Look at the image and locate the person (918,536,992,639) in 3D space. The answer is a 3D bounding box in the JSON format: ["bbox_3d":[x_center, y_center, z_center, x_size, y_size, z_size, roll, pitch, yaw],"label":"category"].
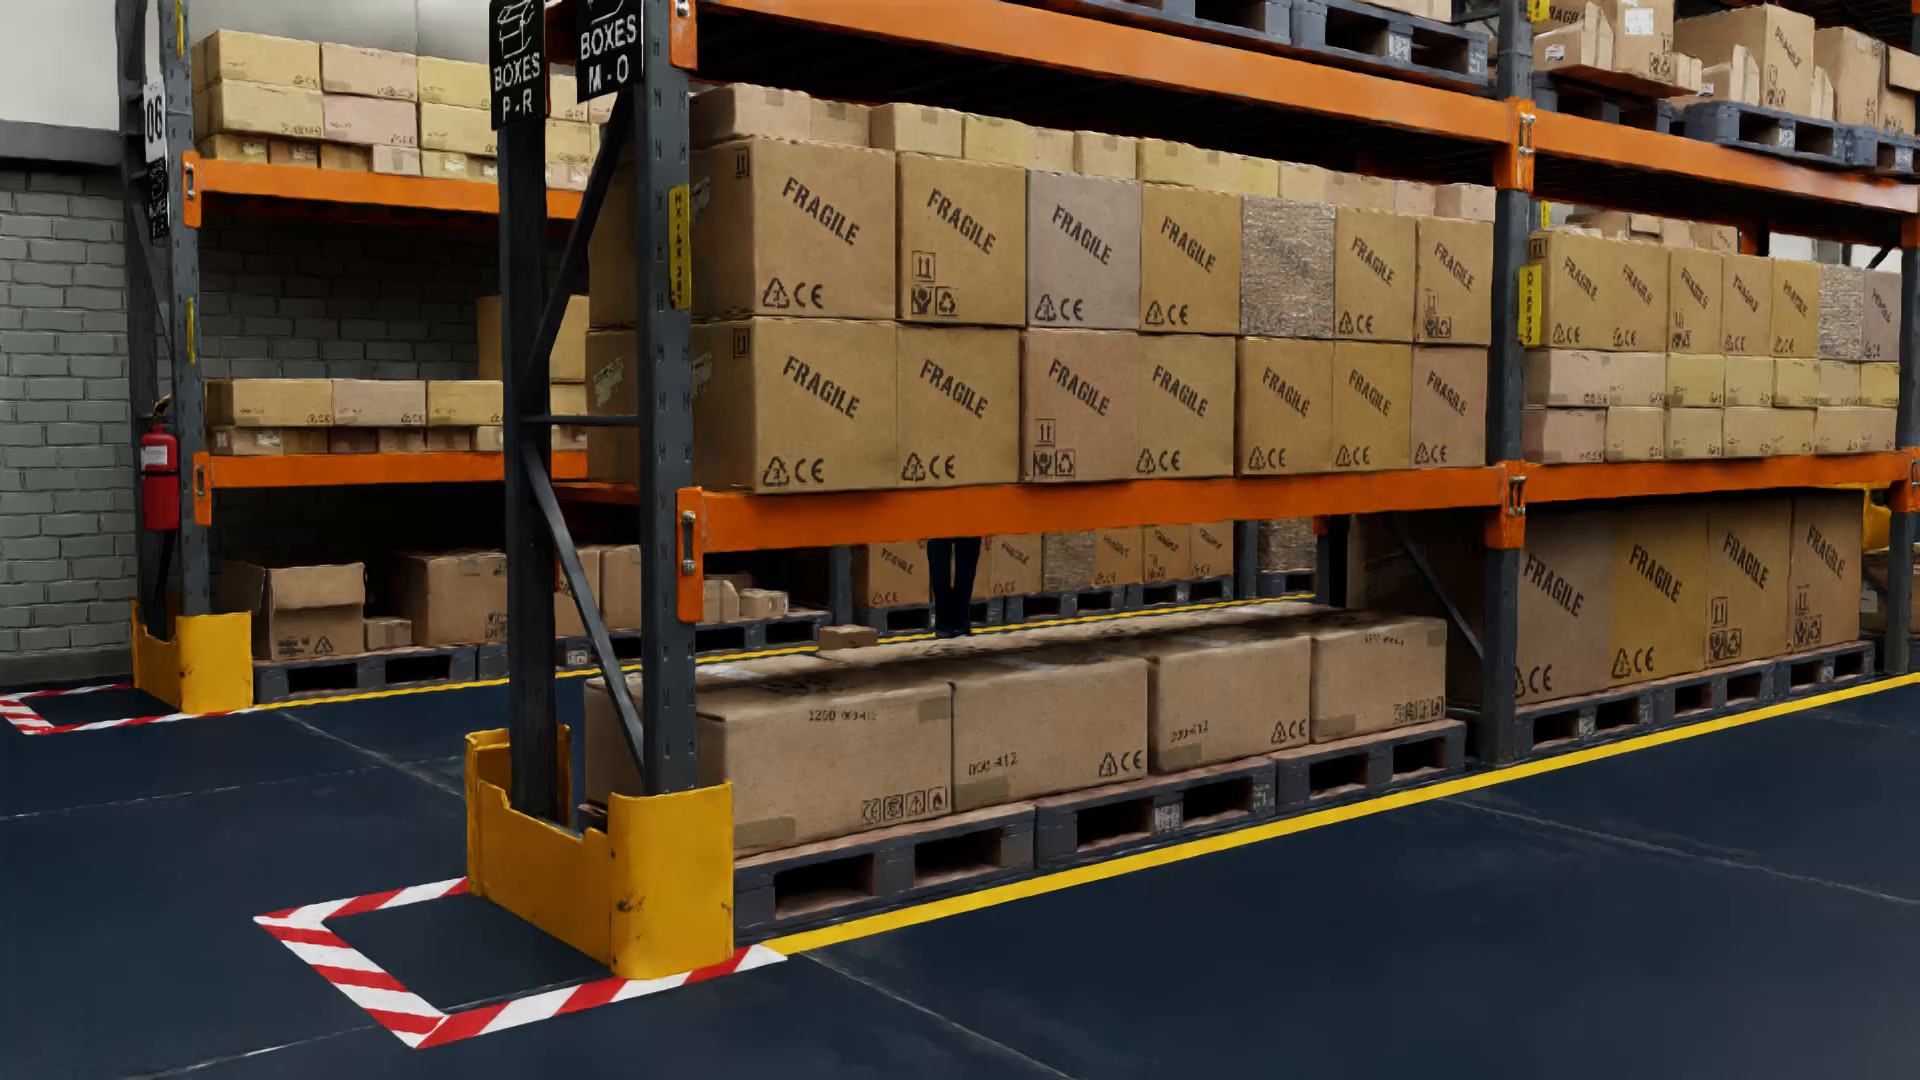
[{"bbox_3d":[-0.028,-0.070,10.147,0.465,1.599,0.326,-1,5,-9],"label":"person"}]
